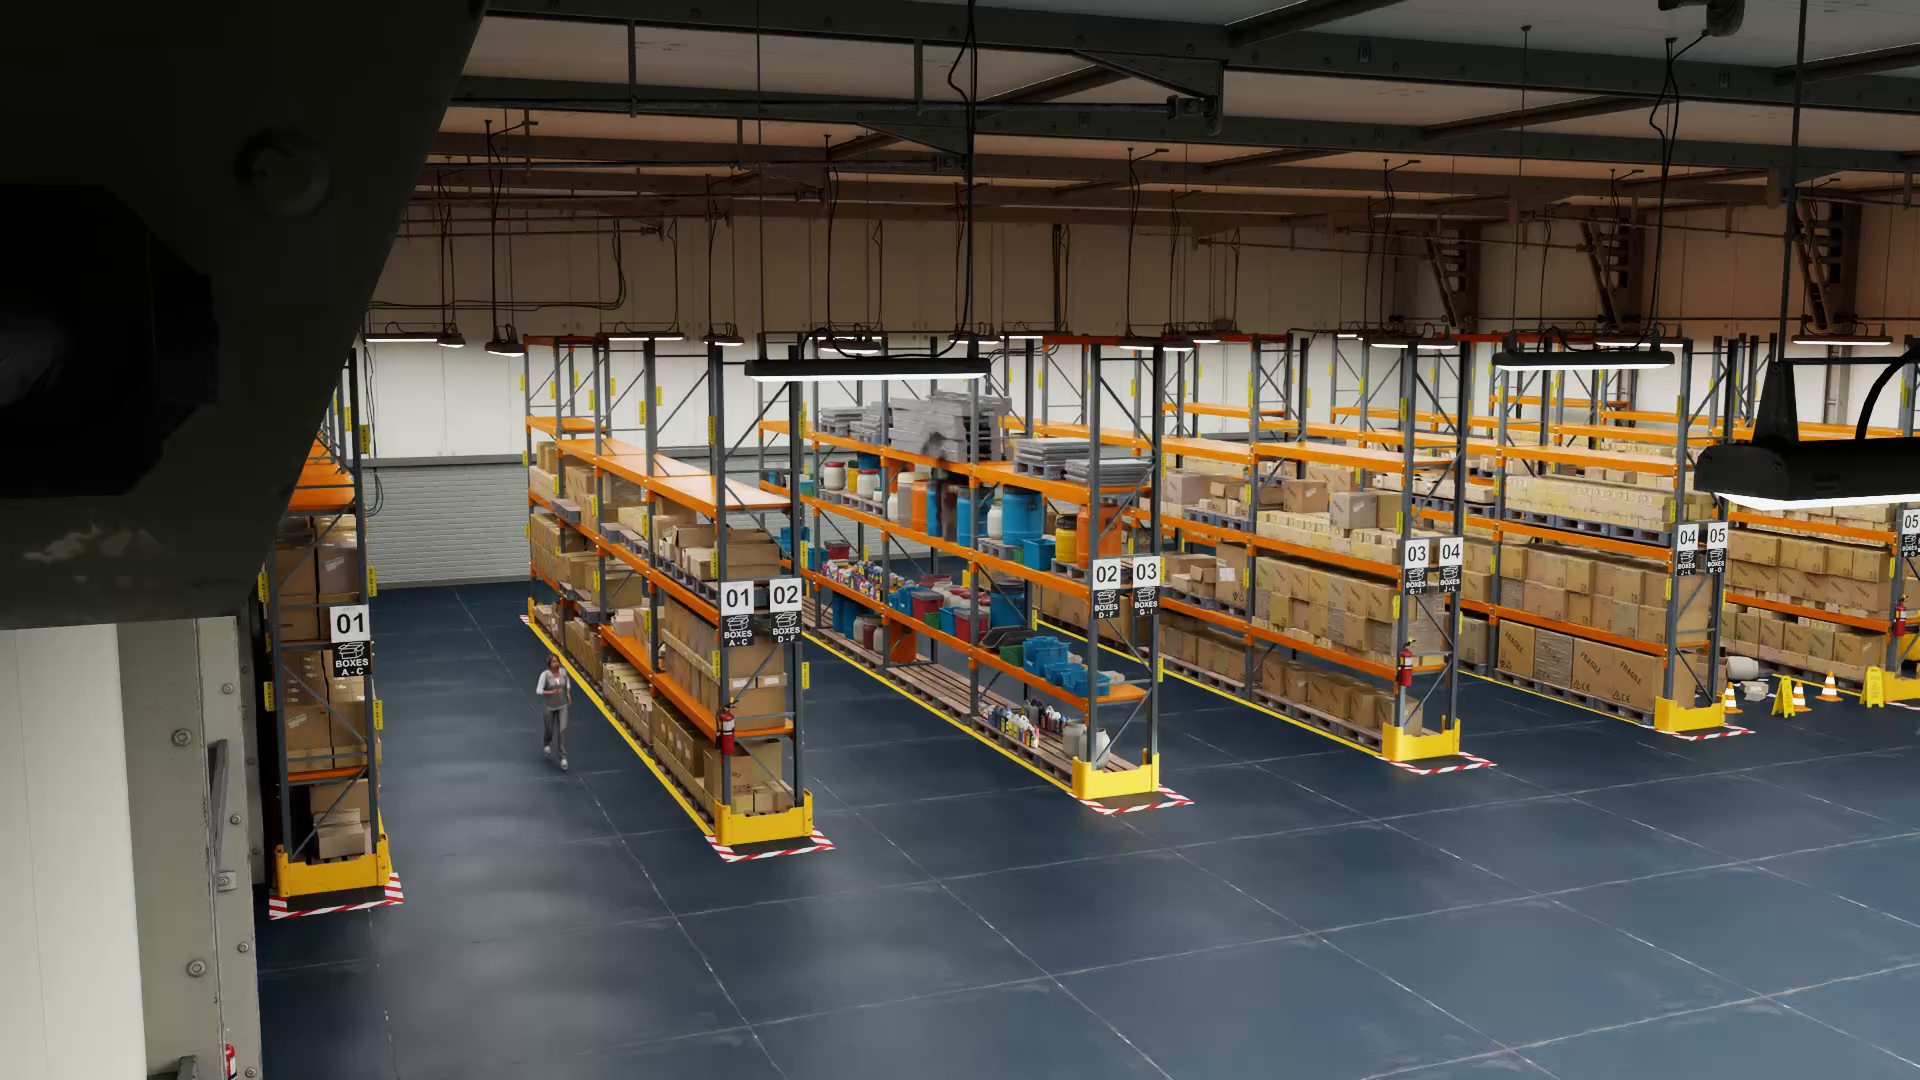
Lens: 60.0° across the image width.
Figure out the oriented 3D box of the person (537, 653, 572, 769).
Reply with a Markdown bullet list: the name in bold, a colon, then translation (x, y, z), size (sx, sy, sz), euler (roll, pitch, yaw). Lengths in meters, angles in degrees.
- **person**: translation (-5.741, 2.381, 23.559), size (0.536, 1.587, 0.892), euler (-4, 9, -27)
